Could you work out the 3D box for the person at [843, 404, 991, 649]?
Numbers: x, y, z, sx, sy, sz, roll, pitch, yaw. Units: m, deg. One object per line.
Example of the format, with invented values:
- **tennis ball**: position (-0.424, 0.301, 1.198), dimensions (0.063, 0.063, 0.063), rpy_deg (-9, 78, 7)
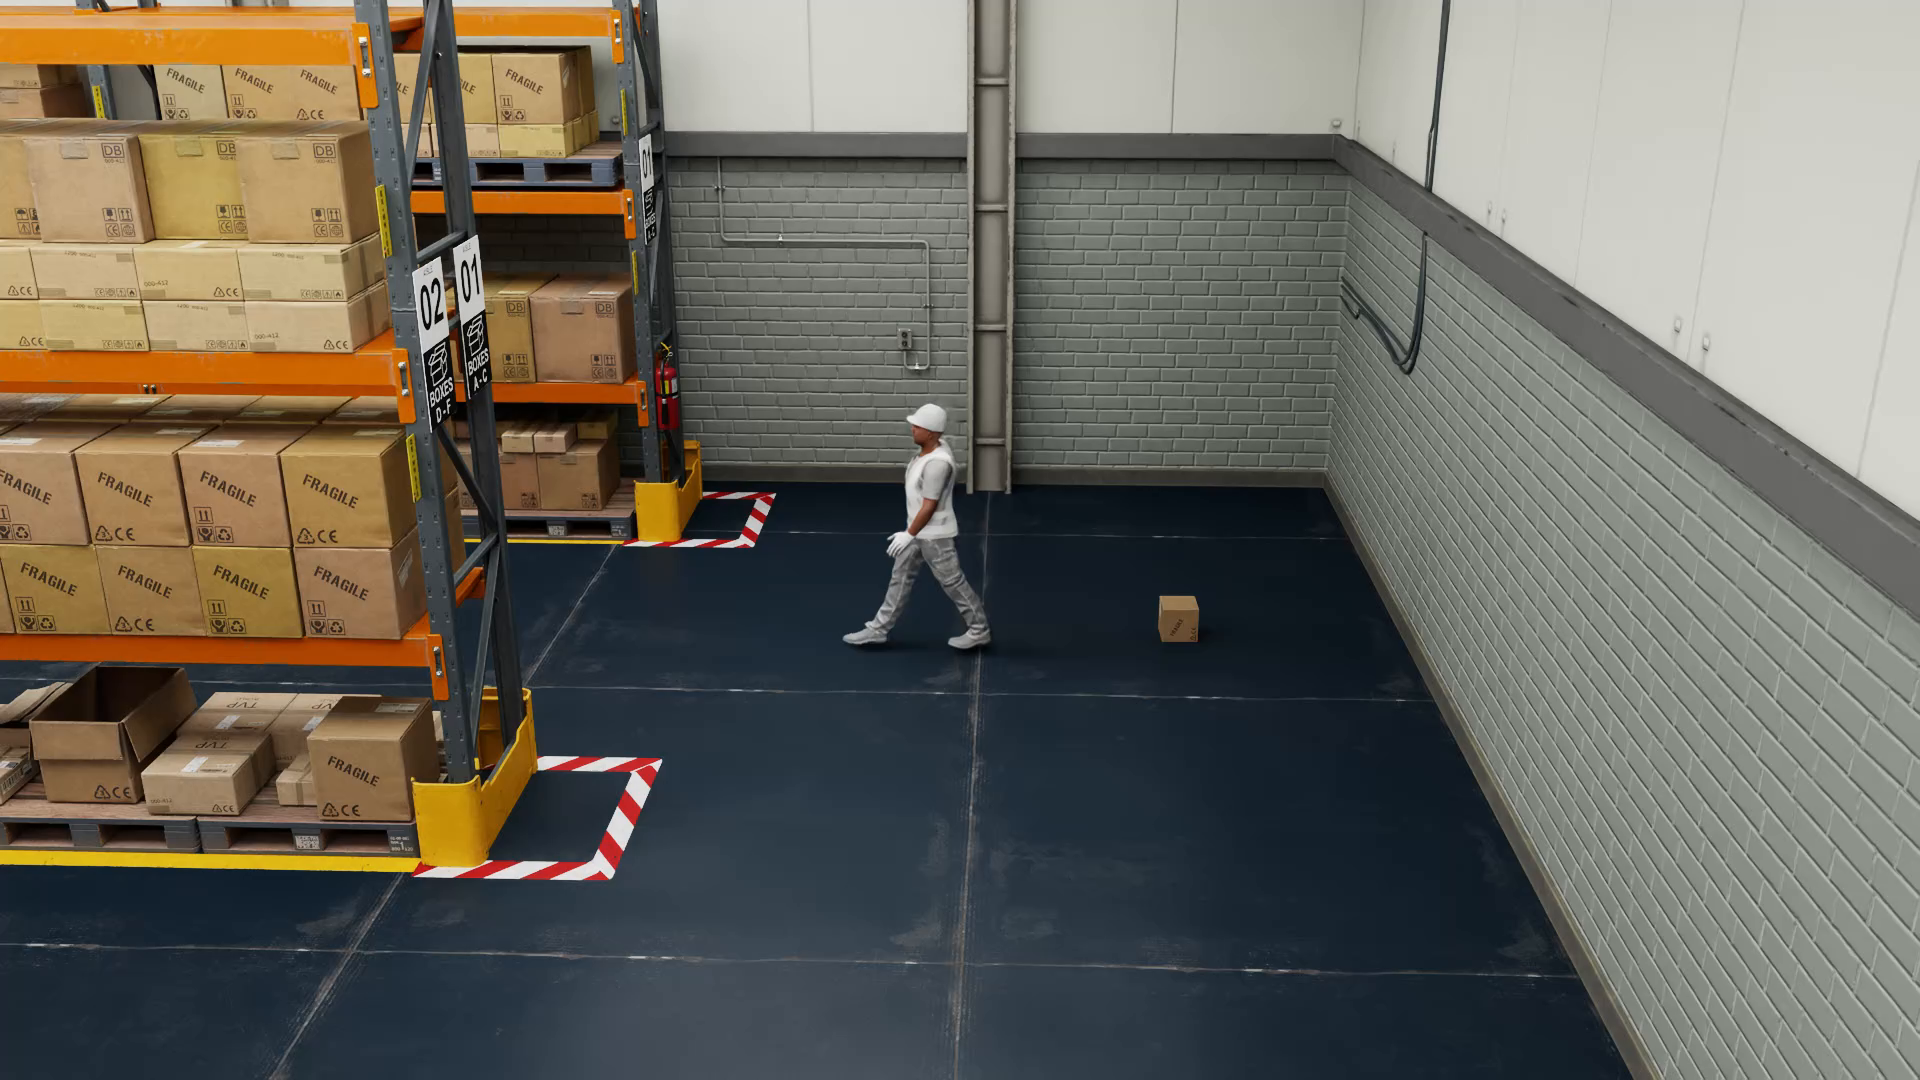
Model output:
- **person**: position (-0.293, -0.076, 11.191), dimensions (1.016, 1.725, 0.564), rpy_deg (-3, 21, -8)
